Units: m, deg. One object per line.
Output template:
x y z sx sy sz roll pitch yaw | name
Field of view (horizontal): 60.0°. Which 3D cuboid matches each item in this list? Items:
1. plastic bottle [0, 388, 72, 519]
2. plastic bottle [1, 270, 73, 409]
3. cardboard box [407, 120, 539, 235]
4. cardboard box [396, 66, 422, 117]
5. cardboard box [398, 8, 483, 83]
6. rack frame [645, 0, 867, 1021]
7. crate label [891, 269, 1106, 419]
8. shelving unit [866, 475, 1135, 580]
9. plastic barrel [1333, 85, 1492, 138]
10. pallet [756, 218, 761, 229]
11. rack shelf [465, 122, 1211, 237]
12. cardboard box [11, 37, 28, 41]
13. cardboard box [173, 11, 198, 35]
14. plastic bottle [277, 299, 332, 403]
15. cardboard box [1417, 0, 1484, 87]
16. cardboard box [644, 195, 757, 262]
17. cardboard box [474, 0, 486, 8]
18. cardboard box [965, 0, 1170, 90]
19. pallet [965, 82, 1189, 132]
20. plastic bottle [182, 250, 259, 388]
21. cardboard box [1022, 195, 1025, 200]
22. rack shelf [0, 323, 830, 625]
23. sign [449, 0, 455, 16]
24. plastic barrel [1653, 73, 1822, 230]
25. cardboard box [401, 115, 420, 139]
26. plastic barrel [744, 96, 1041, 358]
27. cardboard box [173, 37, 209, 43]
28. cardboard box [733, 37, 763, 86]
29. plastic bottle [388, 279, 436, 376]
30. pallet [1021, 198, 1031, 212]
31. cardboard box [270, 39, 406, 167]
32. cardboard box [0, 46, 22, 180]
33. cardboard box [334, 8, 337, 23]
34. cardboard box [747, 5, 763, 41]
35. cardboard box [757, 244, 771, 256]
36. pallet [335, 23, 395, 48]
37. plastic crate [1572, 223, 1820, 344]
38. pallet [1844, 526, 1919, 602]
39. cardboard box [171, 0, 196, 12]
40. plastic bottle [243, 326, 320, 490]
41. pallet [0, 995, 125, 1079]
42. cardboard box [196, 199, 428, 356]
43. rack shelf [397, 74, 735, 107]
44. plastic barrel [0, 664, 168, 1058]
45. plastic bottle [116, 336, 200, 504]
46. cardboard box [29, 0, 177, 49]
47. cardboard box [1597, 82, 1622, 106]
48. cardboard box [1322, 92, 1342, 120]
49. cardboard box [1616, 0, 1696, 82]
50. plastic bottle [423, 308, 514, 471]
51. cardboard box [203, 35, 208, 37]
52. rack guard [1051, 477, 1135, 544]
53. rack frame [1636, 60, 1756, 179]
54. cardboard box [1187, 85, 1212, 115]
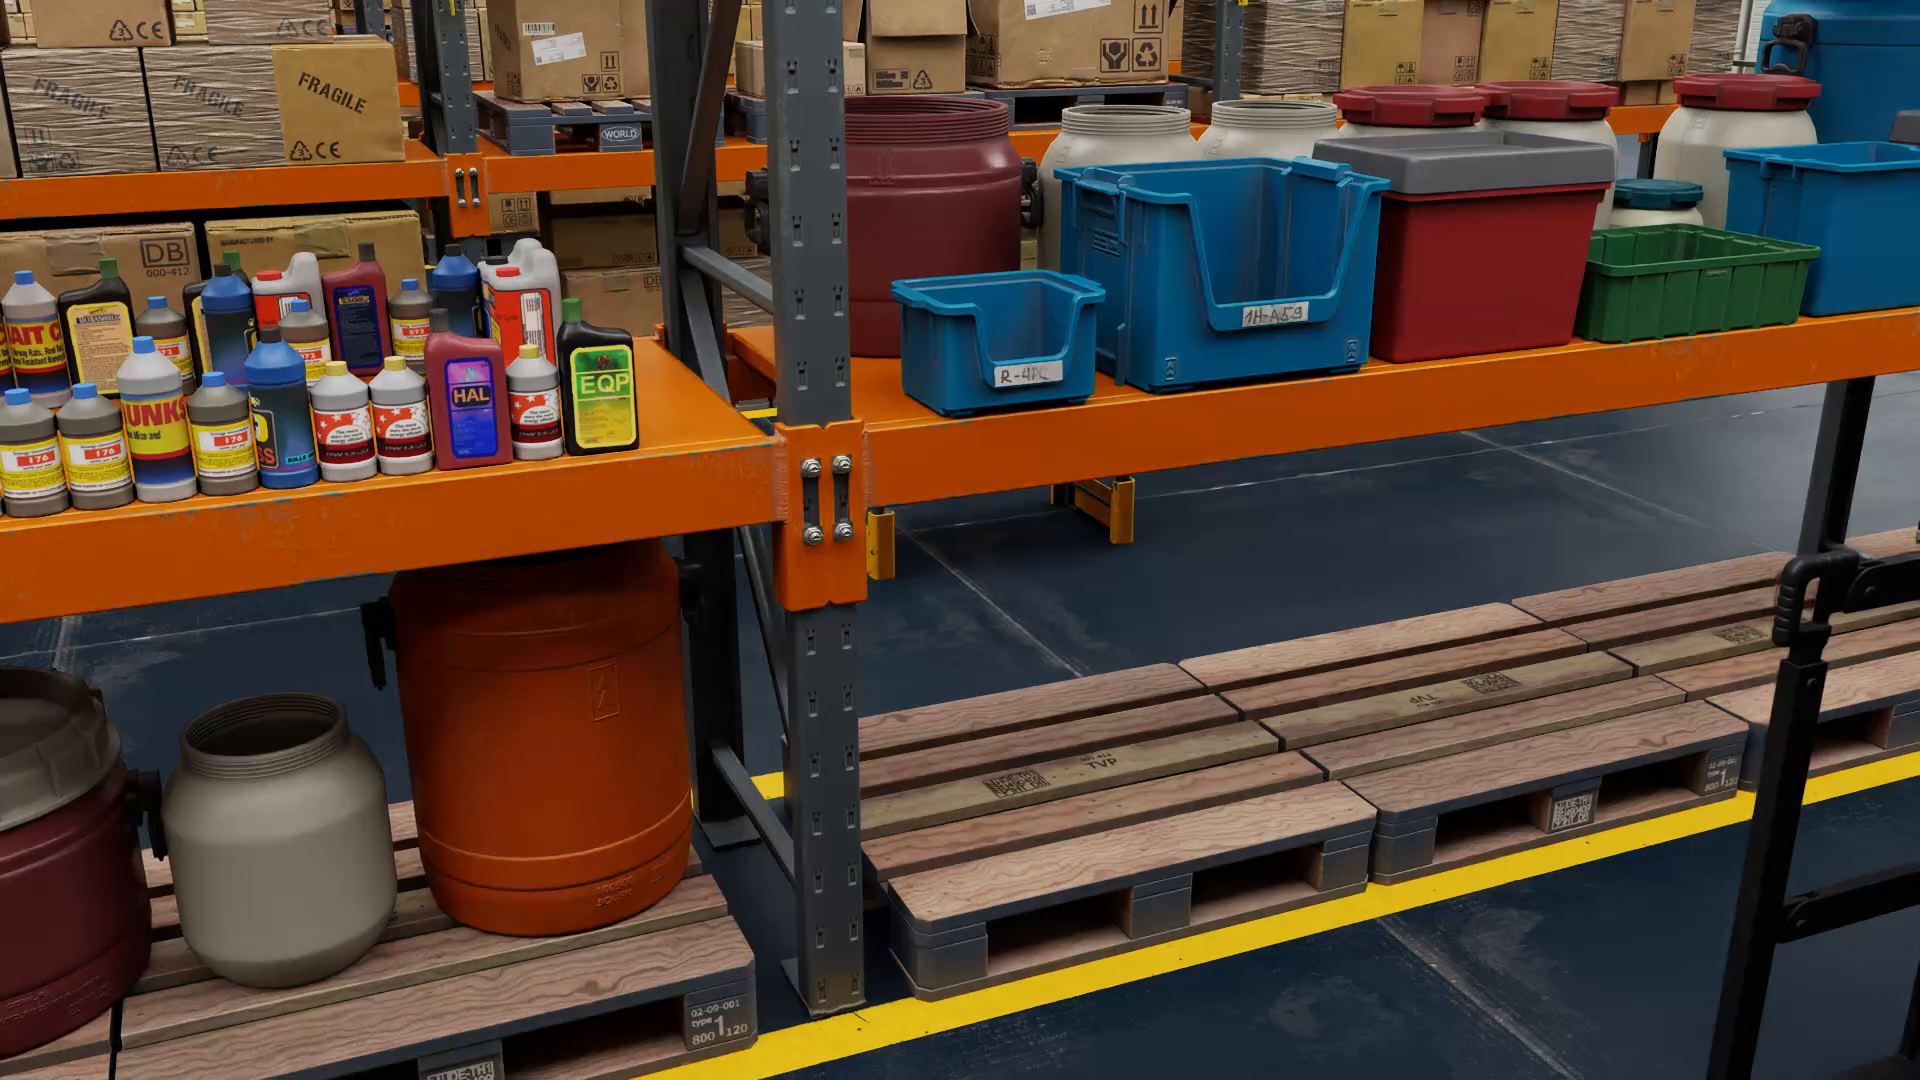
-1.524 -0.146 2.719 0.097 0.201 0.097 0 19 0 | plastic bottle
-1.862 -0.405 3.349 0.097 0.271 0.097 0 19 0 | plastic bottle
-3.699 -2.765 12.615 0.750 0.750 1.050 -8 21 -23 | cardboard box
-7.142 -5.829 21.505 0.625 0.625 0.875 -7 21 -20 | cardboard box
-3.774 -3.600 12.078 0.500 0.500 0.500 -8 21 -21 | cardboard box
-0.460 -0.540 3.538 0.127 3.000 1.000 -8 21 -22 | rack frame
0.076 -0.402 3.398 0.416 0.233 0.303 -8 21 -22 | crate label
0.070 -0.717 6.301 1.083 1.500 0.587 -8 21 -22 | shelving unit
1.177 -0.917 4.407 0.433 0.535 0.433 0 19 0 | plastic barrel
-1.299 -2.662 13.765 1.213 0.211 1.003 -8 21 -22 | pallet
-0.585 -1.974 8.694 4.000 0.370 1.077 -8 21 -22 | rack shelf
-6.226 -3.214 10.880 0.250 0.149 0.380 -9 21 -23 | cardboard box
-5.282 -3.488 11.210 0.250 0.149 0.380 -8 21 -22 | cardboard box
-1.343 -0.391 3.415 0.097 0.201 0.097 0 19 0 | plastic bottle
2.581 -2.956 9.801 0.500 0.500 0.875 -8 21 -22 | cardboard box
-1.335 -1.602 8.528 0.500 0.250 0.500 -6 20 -16 | cardboard box
-3.413 -4.218 12.328 0.500 0.500 0.700 -8 21 -23 | cardboard box
0.466 -2.995 8.977 1.000 1.000 1.000 -8 21 -22 | cardboard box
0.492 -2.430 9.194 1.213 0.211 1.003 -8 21 -22 | pallet
-1.551 -0.462 3.492 0.133 0.283 0.061 -8 21 -22 | plastic bottle
-0.015 -3.359 14.113 0.875 0.875 0.875 -8 21 -21 | cardboard box
-2.296 0.063 2.910 4.000 0.370 1.077 -8 21 -22 | rack shelf
-2.199 -2.427 7.156 0.005 0.325 0.100 -8 21 -22 | sign
2.248 -1.071 4.842 0.433 0.535 0.433 0 19 0 | plastic barrel
-5.824 -4.102 16.980 0.625 0.372 0.950 -10 22 -26 | cardboard box
-0.154 -0.757 3.951 0.708 0.536 0.600 -8 21 -22 | plastic barrel
-3.448 -2.048 7.670 0.500 0.500 0.500 -9 21 -23 | cardboard box
-0.997 -2.486 8.637 0.258 0.266 0.396 -9 21 -23 | cardboard box
-1.192 -0.468 3.633 0.097 0.201 0.097 0 19 0 | plastic bottle
0.109 -2.863 14.335 1.213 0.211 1.003 -8 21 -22 | pallet
-2.777 -1.957 7.412 0.500 0.500 0.500 -7 21 -20 | cardboard box
-4.180 -1.757 6.845 0.500 0.500 0.500 -8 21 -21 | cardboard box
-6.139 -5.266 16.709 0.250 0.149 0.380 -7 21 -20 | cardboard box
-1.458 -3.933 13.024 0.500 0.500 0.500 -8 21 -23 | cardboard box
-0.792 -1.326 8.873 0.500 0.500 0.700 -6 20 -17 | cardboard box
-5.735 -5.108 16.801 1.003 0.211 1.213 -8 21 -22 | pallet
1.726 -0.651 4.172 0.662 0.188 0.450 -8 21 -22 | plastic crate
3.846 0.174 5.710 1.213 0.211 1.003 -8 21 -22 | pallet
-5.278 -3.629 11.161 0.250 0.149 0.380 -7 21 -20 | cardboard box
-1.166 -0.230 2.852 0.097 0.271 0.097 0 19 0 | plastic bottle
-2.286 1.051 3.218 1.213 0.211 1.003 -8 21 -22 | pallet
-3.064 -1.161 7.871 0.875 0.875 1.225 -9 21 -24 | cardboard box
-2.457 -3.500 13.028 4.000 0.370 1.077 -8 21 -22 | rack shelf
-1.939 0.618 3.249 0.708 0.588 0.600 -8 21 -22 | plastic barrel
-1.345 -0.204 2.780 0.097 0.271 0.097 0 19 0 | plastic bottle
-3.699 -2.394 7.144 0.637 0.503 0.797 -8 21 -21 | cardboard box
3.824 -2.754 10.205 0.250 0.149 0.380 -8 21 -22 | cardboard box
2.021 -2.464 9.383 0.250 0.149 0.380 -8 21 -22 | cardboard box
3.997 -3.124 10.278 0.500 0.500 0.875 -8 21 -22 | cardboard box
-0.874 -0.271 2.950 0.133 0.283 0.061 -8 21 -22 | plastic bottle
-5.029 -3.384 11.363 0.250 0.149 0.380 -8 21 -21 | cardboard box
0.527 -0.193 6.695 0.087 0.250 0.587 -8 21 -22 | rack guard
4.924 -3.102 10.817 0.127 3.000 1.000 -8 21 -22 | rack frame
1.332 -2.576 9.699 0.250 0.149 0.380 -8 21 -22 | cardboard box
